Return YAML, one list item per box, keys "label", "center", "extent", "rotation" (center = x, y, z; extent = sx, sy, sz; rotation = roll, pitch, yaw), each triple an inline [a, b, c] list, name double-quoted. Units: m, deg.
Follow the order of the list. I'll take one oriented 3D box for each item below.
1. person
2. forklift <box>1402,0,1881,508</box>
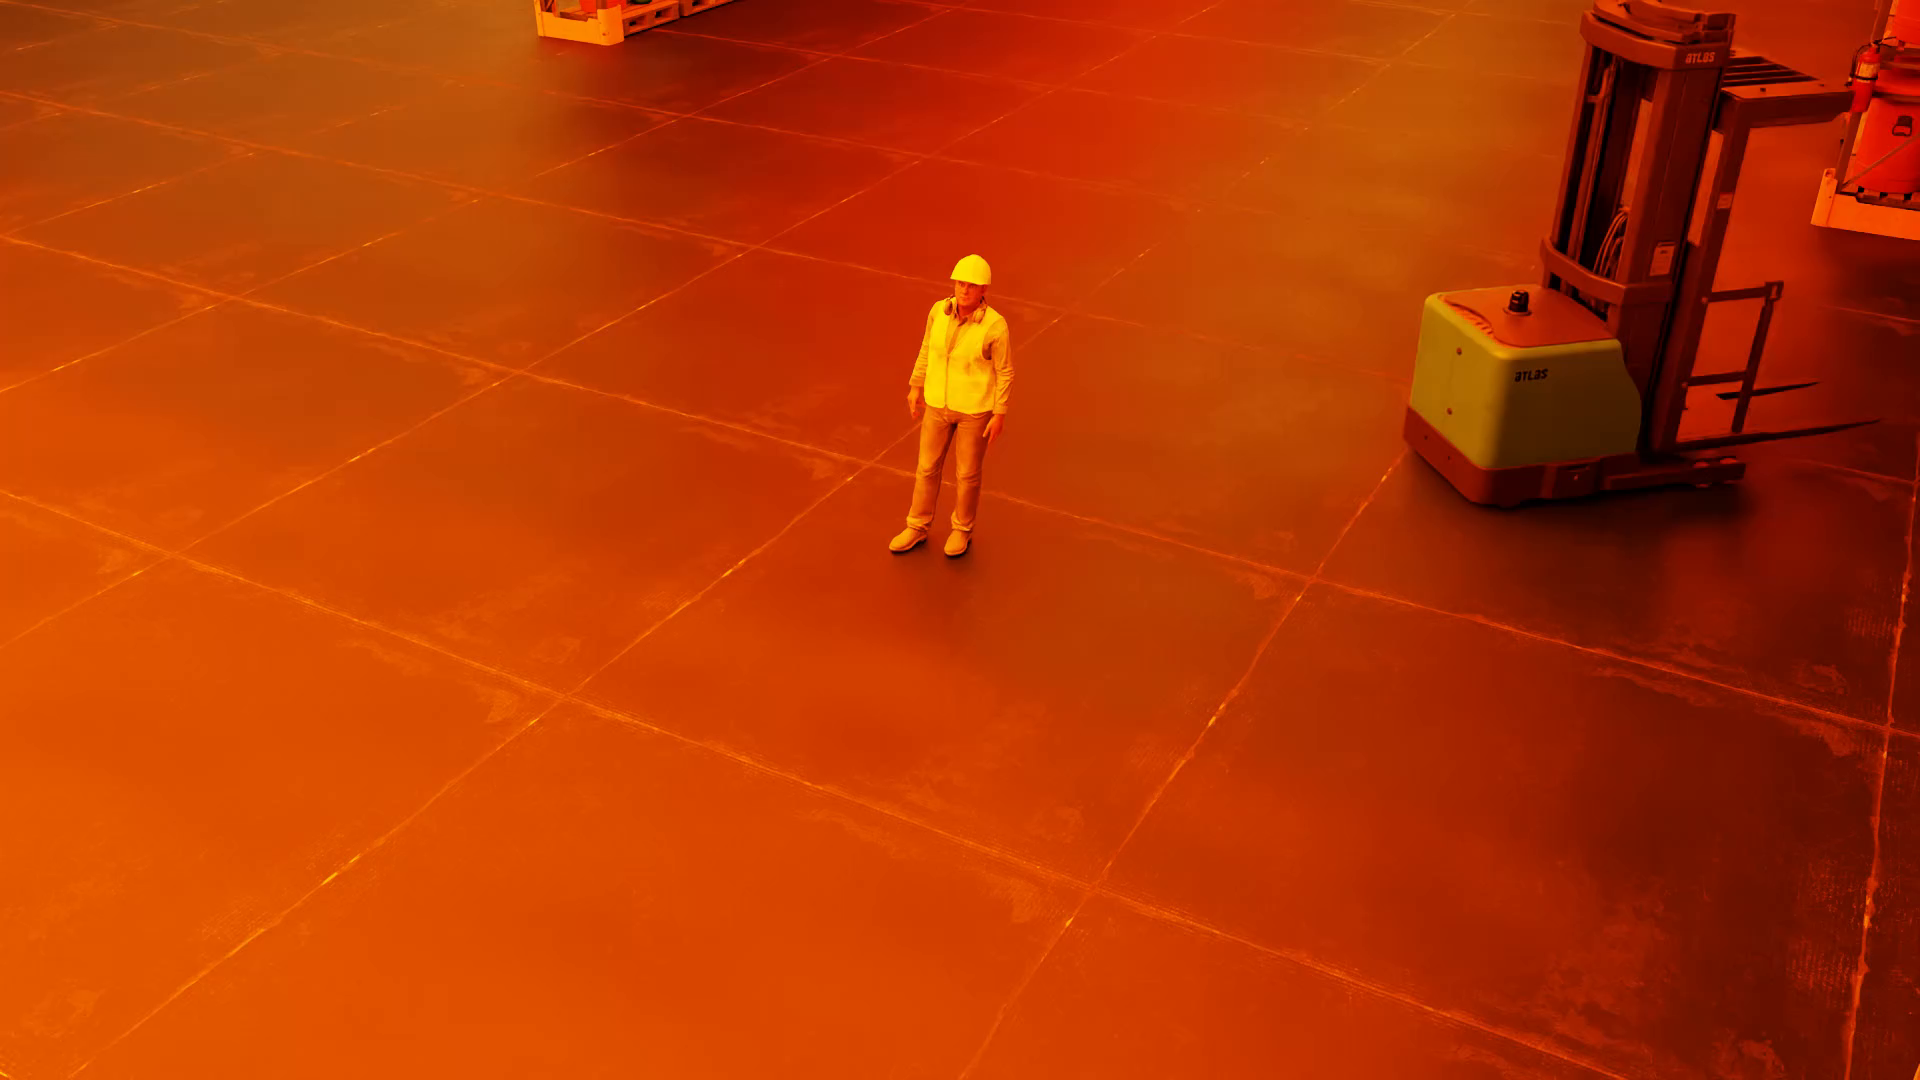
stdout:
- label: "person"
  center: [-0.037, -0.750, 9.512]
  extent: [0.632, 1.773, 0.568]
  rotation: [15, 33, 25]
- label: "forklift"
  center: [4.511, -1.851, 10.278]
  extent: [3.031, 2.935, 1.130]
  rotation: [-7, 31, -12]
